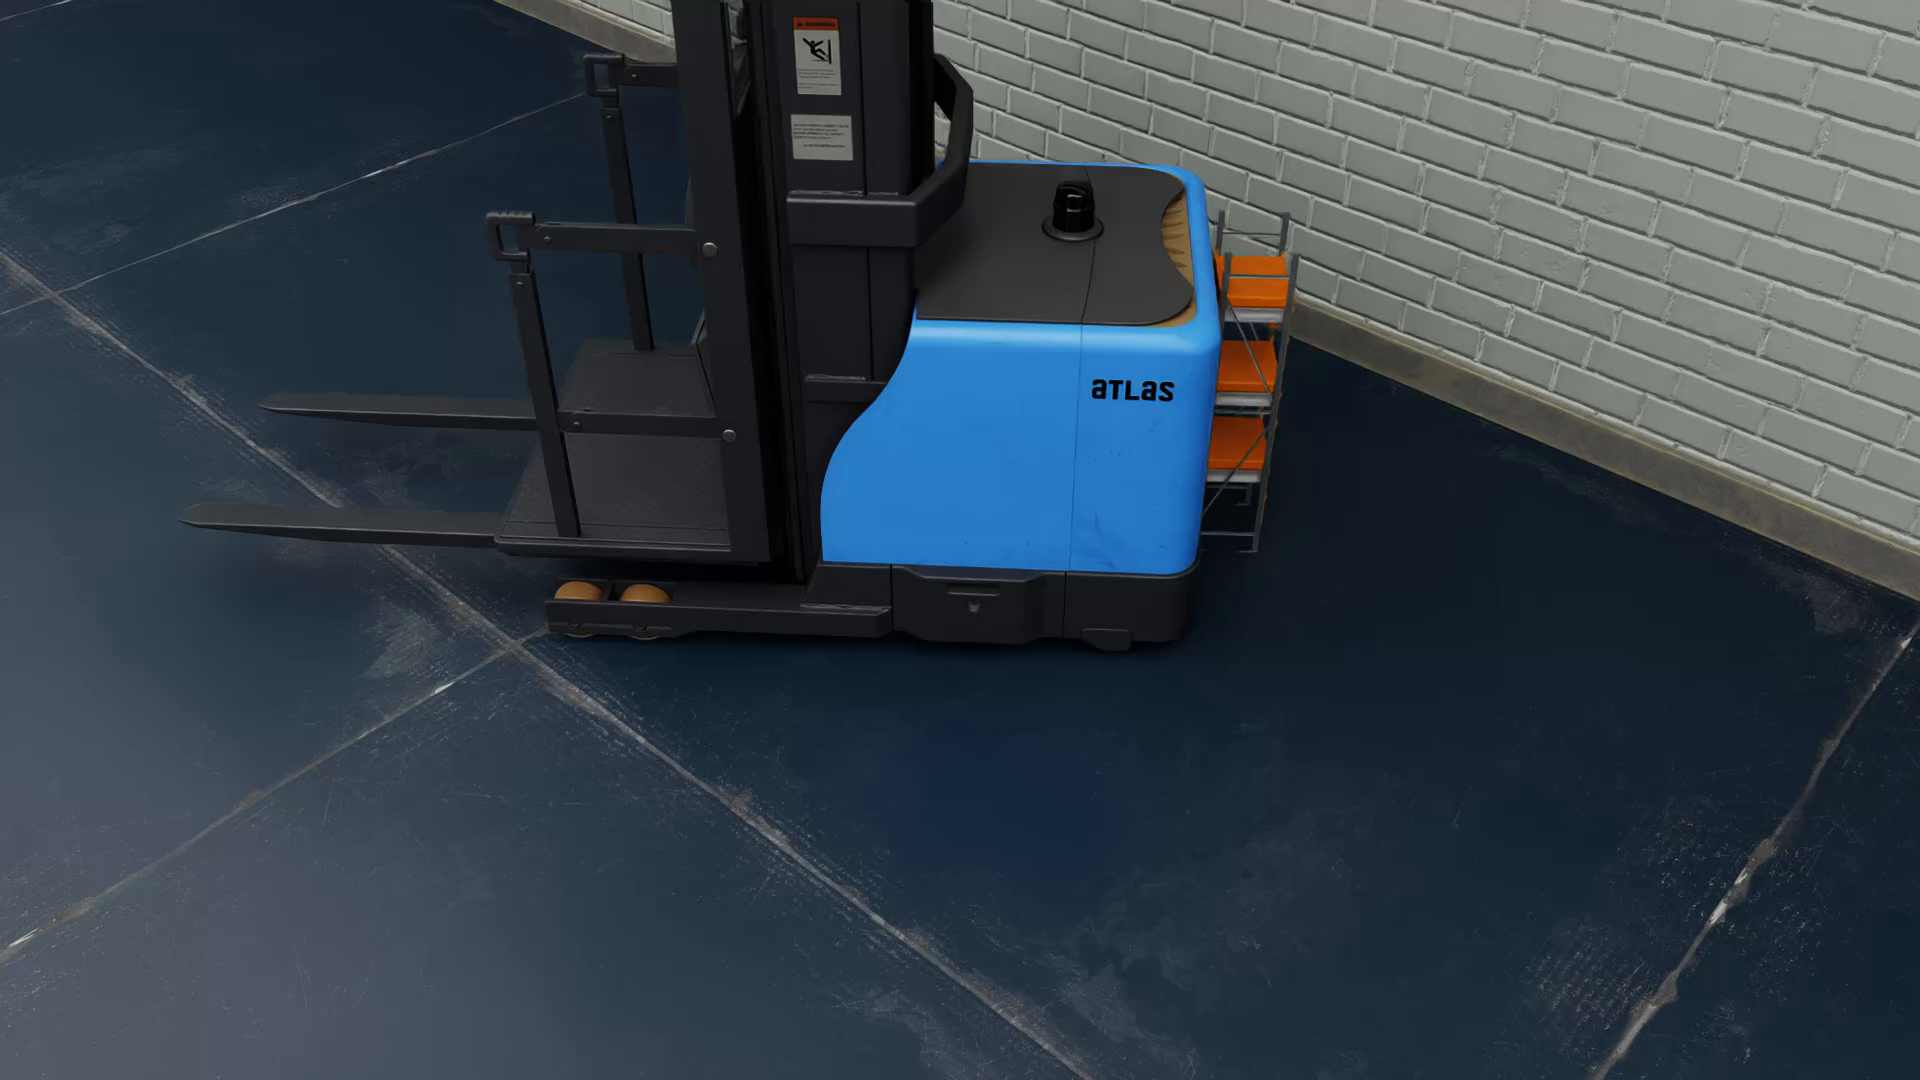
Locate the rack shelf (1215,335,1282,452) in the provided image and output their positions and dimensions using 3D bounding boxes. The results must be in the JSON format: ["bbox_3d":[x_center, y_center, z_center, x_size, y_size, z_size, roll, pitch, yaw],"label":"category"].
[{"bbox_3d":[0.834,-0.441,4.979,0.215,0.259,0.240,2,39,2],"label":"rack shelf"}]

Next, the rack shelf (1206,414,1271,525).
[{"bbox_3d":[0.834,-0.224,5.152,0.215,0.259,0.240,2,39,2],"label":"rack shelf"}]

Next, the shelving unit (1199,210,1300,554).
[{"bbox_3d":[0.834,-0.450,4.972,0.215,1.050,0.252,2,39,2],"label":"shelving unit"}]

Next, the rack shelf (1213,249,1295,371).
[{"bbox_3d":[0.834,-0.664,4.802,0.215,0.259,0.240,2,39,2],"label":"rack shelf"}]

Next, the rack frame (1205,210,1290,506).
[{"bbox_3d":[0.840,-0.526,5.067,0.200,1.050,0.008,2,39,2],"label":"rack frame"}]

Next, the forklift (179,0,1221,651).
[{"bbox_3d":[-0.805,-1.179,4.378,3.031,2.935,1.130,2,39,3],"label":"forklift"}]

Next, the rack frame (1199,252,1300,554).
[{"bbox_3d":[0.828,-0.374,4.877,0.200,1.050,0.008,2,39,2],"label":"rack frame"}]
